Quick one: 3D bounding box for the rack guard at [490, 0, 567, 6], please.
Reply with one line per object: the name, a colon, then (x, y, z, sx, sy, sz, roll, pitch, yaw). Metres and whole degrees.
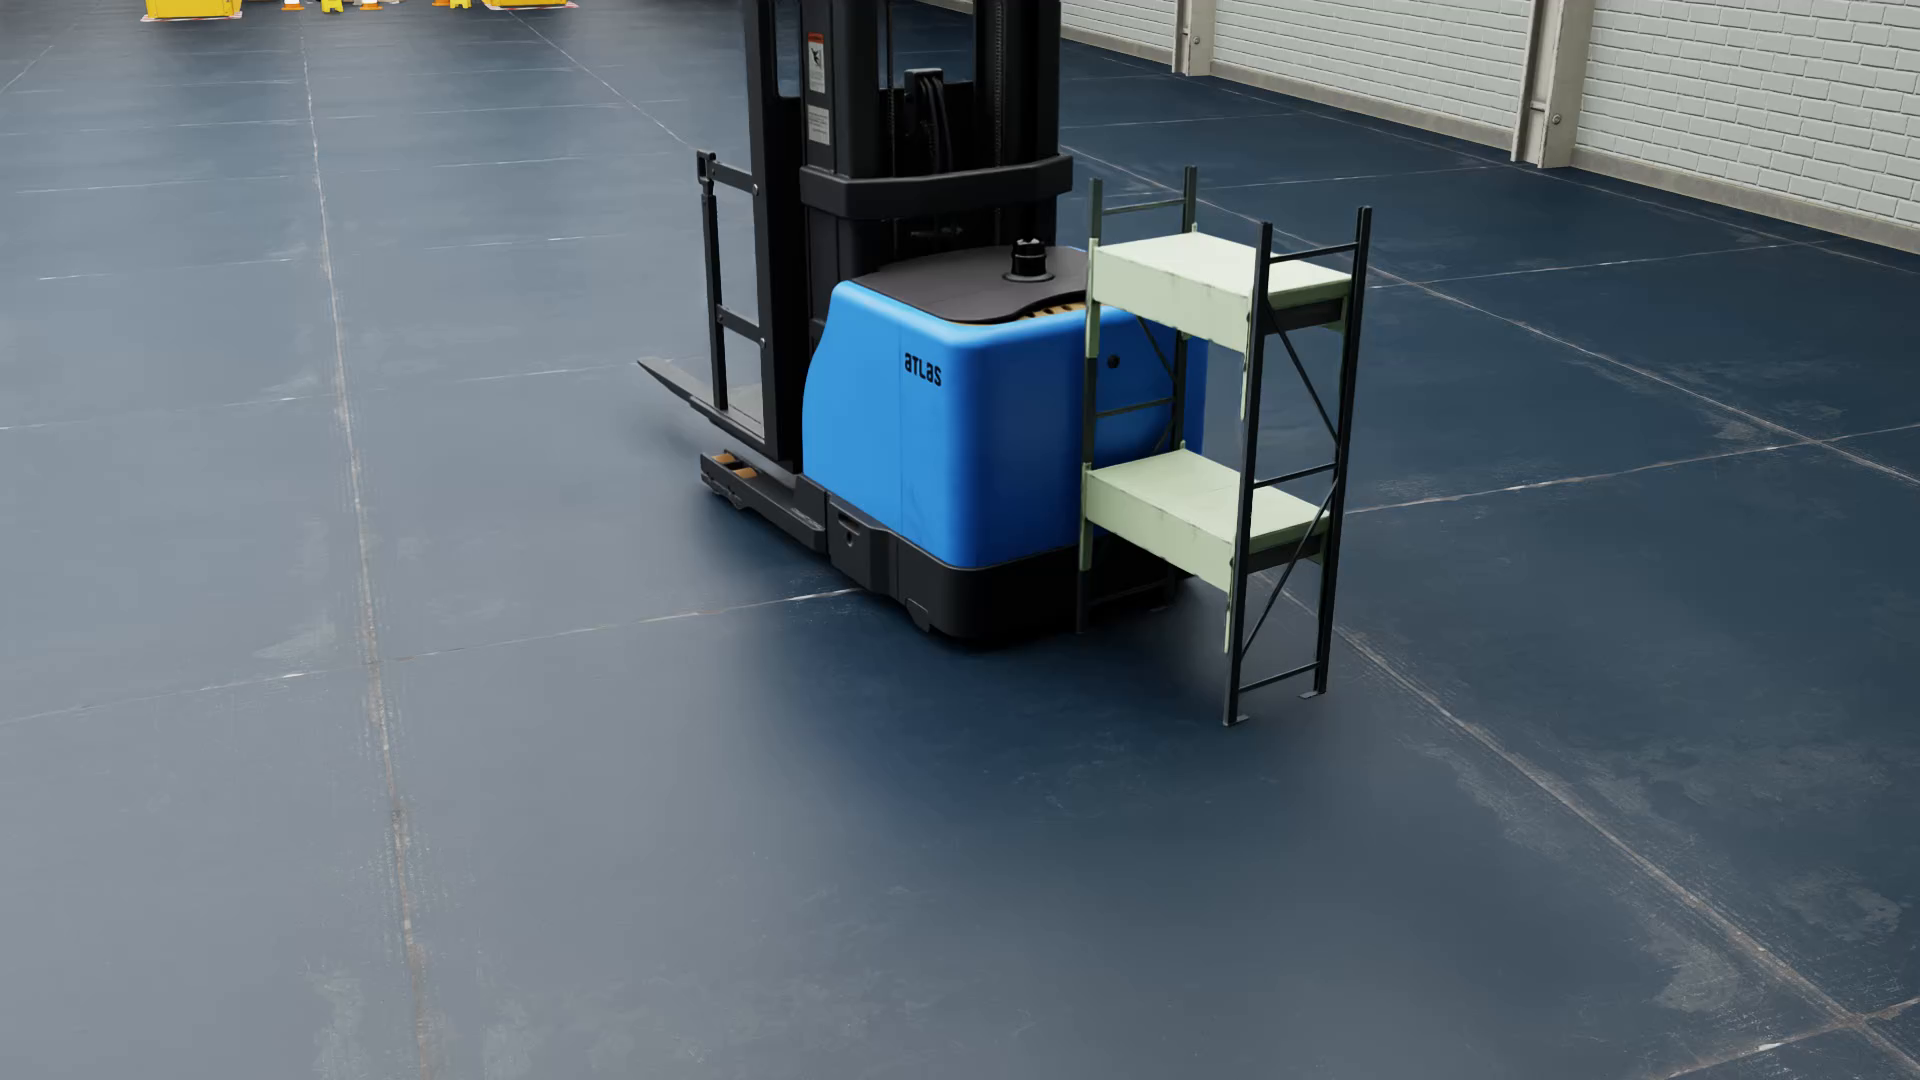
rack guard: (-6.898, -8.806, 26.498, 1.175, 0.500, 0.348, -8, 24, -19)

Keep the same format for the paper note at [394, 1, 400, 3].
paper note: (-9.067, -8.632, 26.691, 0.148, 0.019, 0.142, -18, 29, -37)

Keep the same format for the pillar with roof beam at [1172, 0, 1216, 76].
pillar with roof beam: (-1.420, -8.803, 15.549, 9.100, 9.000, 0.400, -8, 24, -19)

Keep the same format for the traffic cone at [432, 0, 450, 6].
traffic cone: (-8.230, -8.740, 26.391, 0.336, 0.463, 0.334, -8, 24, -19)

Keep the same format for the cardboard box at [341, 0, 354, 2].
cardboard box: (-9.860, -9.070, 27.122, 0.637, 0.503, 0.797, 12, 26, 27)

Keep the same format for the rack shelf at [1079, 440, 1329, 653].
rack shelf: (0.756, 0.001, 5.157, 0.431, 0.370, 0.720, -14, 27, -30)

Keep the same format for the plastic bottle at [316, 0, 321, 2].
plastic bottle: (-10.373, -8.782, 27.007, 0.133, 0.061, 0.283, -18, 29, -37)

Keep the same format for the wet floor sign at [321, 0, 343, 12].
wet floor sign: (-9.604, -8.390, 25.326, 0.267, 0.644, 0.232, -13, 26, -28)

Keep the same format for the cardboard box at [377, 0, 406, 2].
cardboard box: (-9.224, -8.815, 26.973, 0.380, 0.149, 0.250, 4, 23, 9)

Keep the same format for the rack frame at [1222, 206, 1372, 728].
rack frame: (0.955, -0.180, 4.747, 0.400, 1.500, 0.023, -14, 27, -30)

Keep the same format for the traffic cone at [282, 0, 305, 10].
traffic cone: (-10.326, -8.433, 25.662, 0.336, 0.463, 0.334, -8, 24, -19)

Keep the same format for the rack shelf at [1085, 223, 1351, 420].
rack shelf: (0.756, -0.659, 4.878, 0.431, 0.370, 0.720, -14, 27, -30)

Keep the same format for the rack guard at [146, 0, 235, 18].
rack guard: (-11.458, -8.053, 24.714, 1.175, 0.500, 0.348, -8, 24, -19)

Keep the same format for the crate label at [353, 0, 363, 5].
crate label: (-9.484, -8.591, 26.457, 0.298, 0.136, 0.250, 18, 29, 36)

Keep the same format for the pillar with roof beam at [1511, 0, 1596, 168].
pillar with roof beam: (0.700, -6.622, 10.376, 9.100, 9.000, 0.400, -8, 24, -19)

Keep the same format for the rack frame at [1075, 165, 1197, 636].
rack frame: (0.557, -0.419, 5.313, 0.400, 1.500, 0.023, -14, 27, -30)

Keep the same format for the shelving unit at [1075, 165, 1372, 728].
shelving unit: (0.756, -0.300, 5.030, 0.431, 1.500, 0.755, -14, 27, -30)

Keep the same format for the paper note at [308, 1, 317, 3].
paper note: (-10.417, -8.633, 26.694, 0.144, 0.017, 0.142, 0, 23, -1)

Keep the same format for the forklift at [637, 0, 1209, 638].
forklift: (-0.383, -1.558, 6.172, 1.130, 2.935, 3.031, -14, 27, -30)

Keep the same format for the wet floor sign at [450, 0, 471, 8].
wet floor sign: (-7.805, -8.629, 25.893, 0.267, 0.644, 0.232, 0, 23, -1)

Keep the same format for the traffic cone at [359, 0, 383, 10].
traffic cone: (-9.148, -8.464, 25.736, 0.336, 0.463, 0.334, -8, 24, -19)
